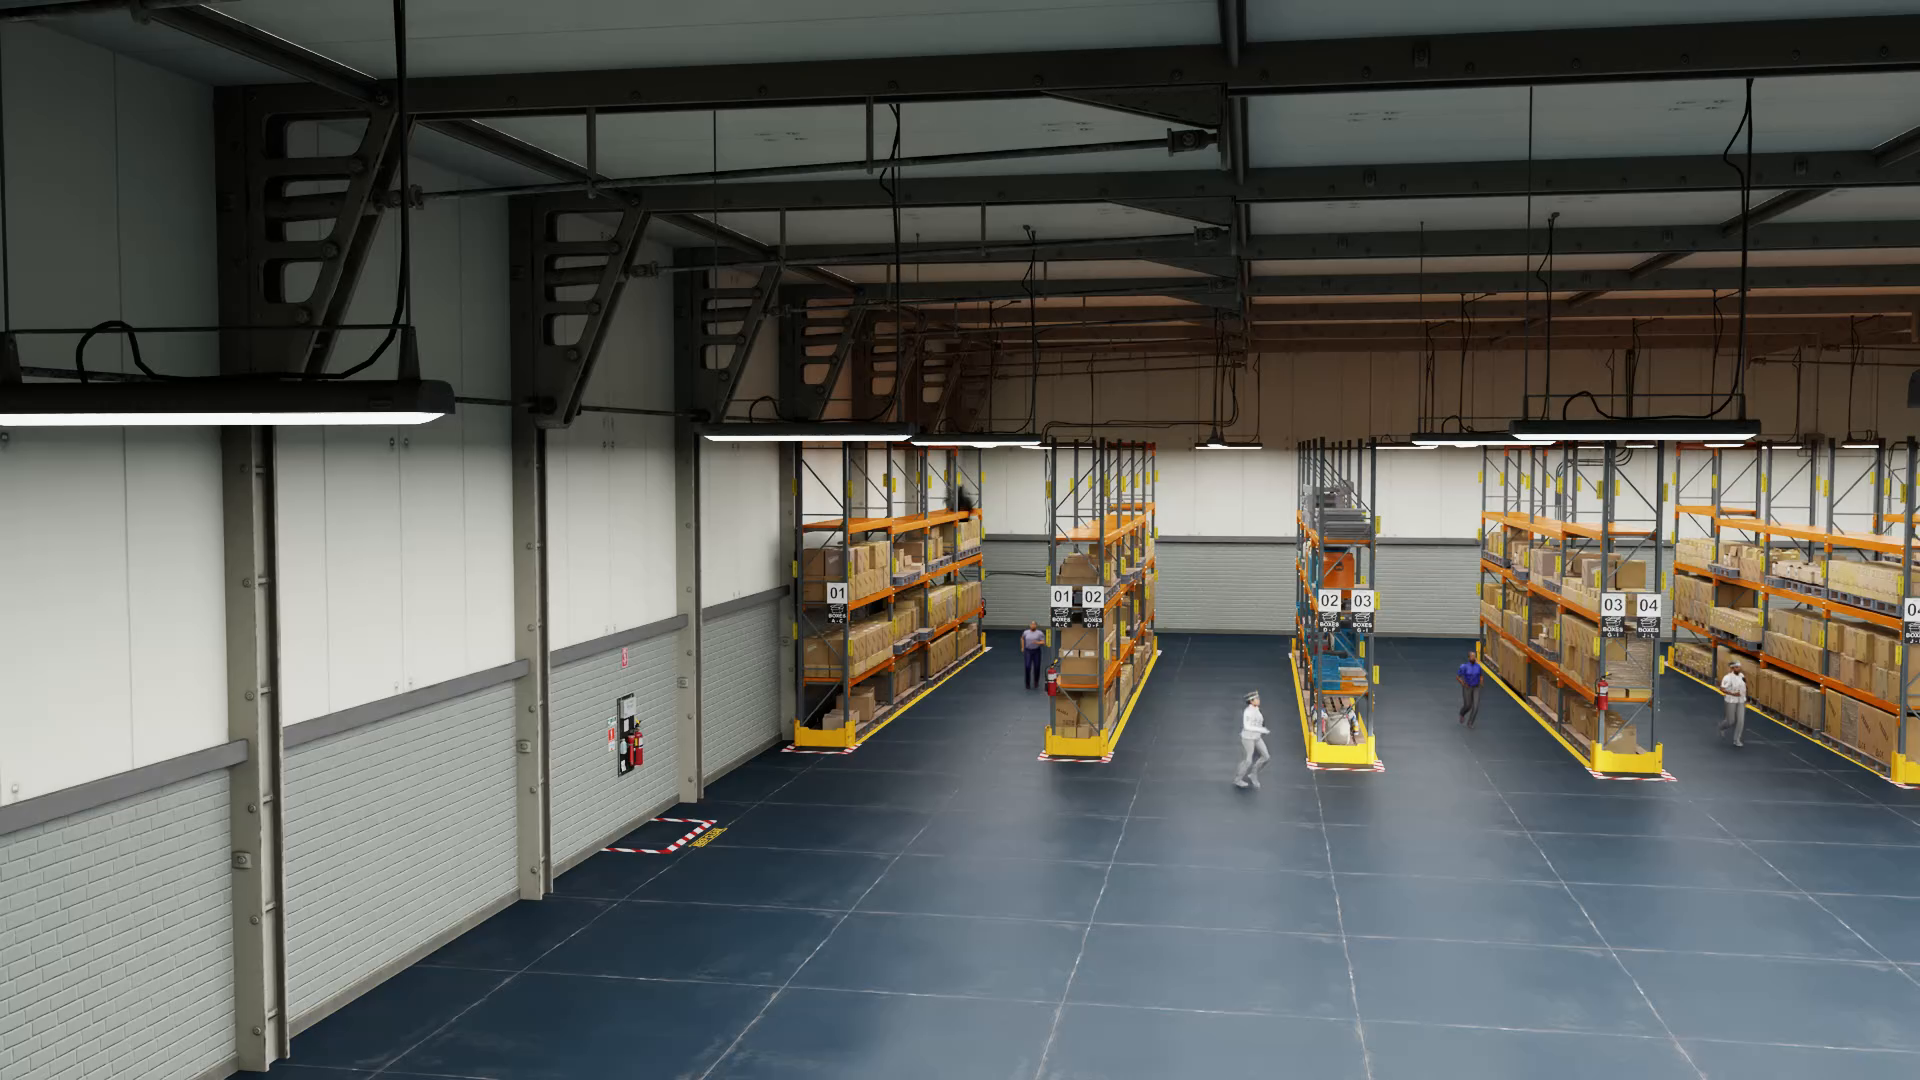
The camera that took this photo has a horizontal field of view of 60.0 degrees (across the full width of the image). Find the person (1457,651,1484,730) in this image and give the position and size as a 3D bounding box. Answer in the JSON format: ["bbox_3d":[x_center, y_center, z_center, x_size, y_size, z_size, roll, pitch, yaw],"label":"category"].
[{"bbox_3d":[10.556,3.098,34.371,0.564,1.609,0.548,0,3,-6],"label":"person"}]

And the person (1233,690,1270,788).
[{"bbox_3d":[4.974,3.388,28.248,0.683,1.686,0.579,2,4,37],"label":"person"}]

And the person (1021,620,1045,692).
[{"bbox_3d":[1.761,2.778,40.122,0.582,1.707,0.775,0,3,3],"label":"person"}]

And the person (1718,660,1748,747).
[{"bbox_3d":[15.138,3.162,32.527,0.581,1.670,0.739,0,3,-6],"label":"person"}]

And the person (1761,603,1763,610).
[{"bbox_3d":[20.843,2.508,43.308,0.717,1.758,1.077,0,3,8],"label":"person"}]
